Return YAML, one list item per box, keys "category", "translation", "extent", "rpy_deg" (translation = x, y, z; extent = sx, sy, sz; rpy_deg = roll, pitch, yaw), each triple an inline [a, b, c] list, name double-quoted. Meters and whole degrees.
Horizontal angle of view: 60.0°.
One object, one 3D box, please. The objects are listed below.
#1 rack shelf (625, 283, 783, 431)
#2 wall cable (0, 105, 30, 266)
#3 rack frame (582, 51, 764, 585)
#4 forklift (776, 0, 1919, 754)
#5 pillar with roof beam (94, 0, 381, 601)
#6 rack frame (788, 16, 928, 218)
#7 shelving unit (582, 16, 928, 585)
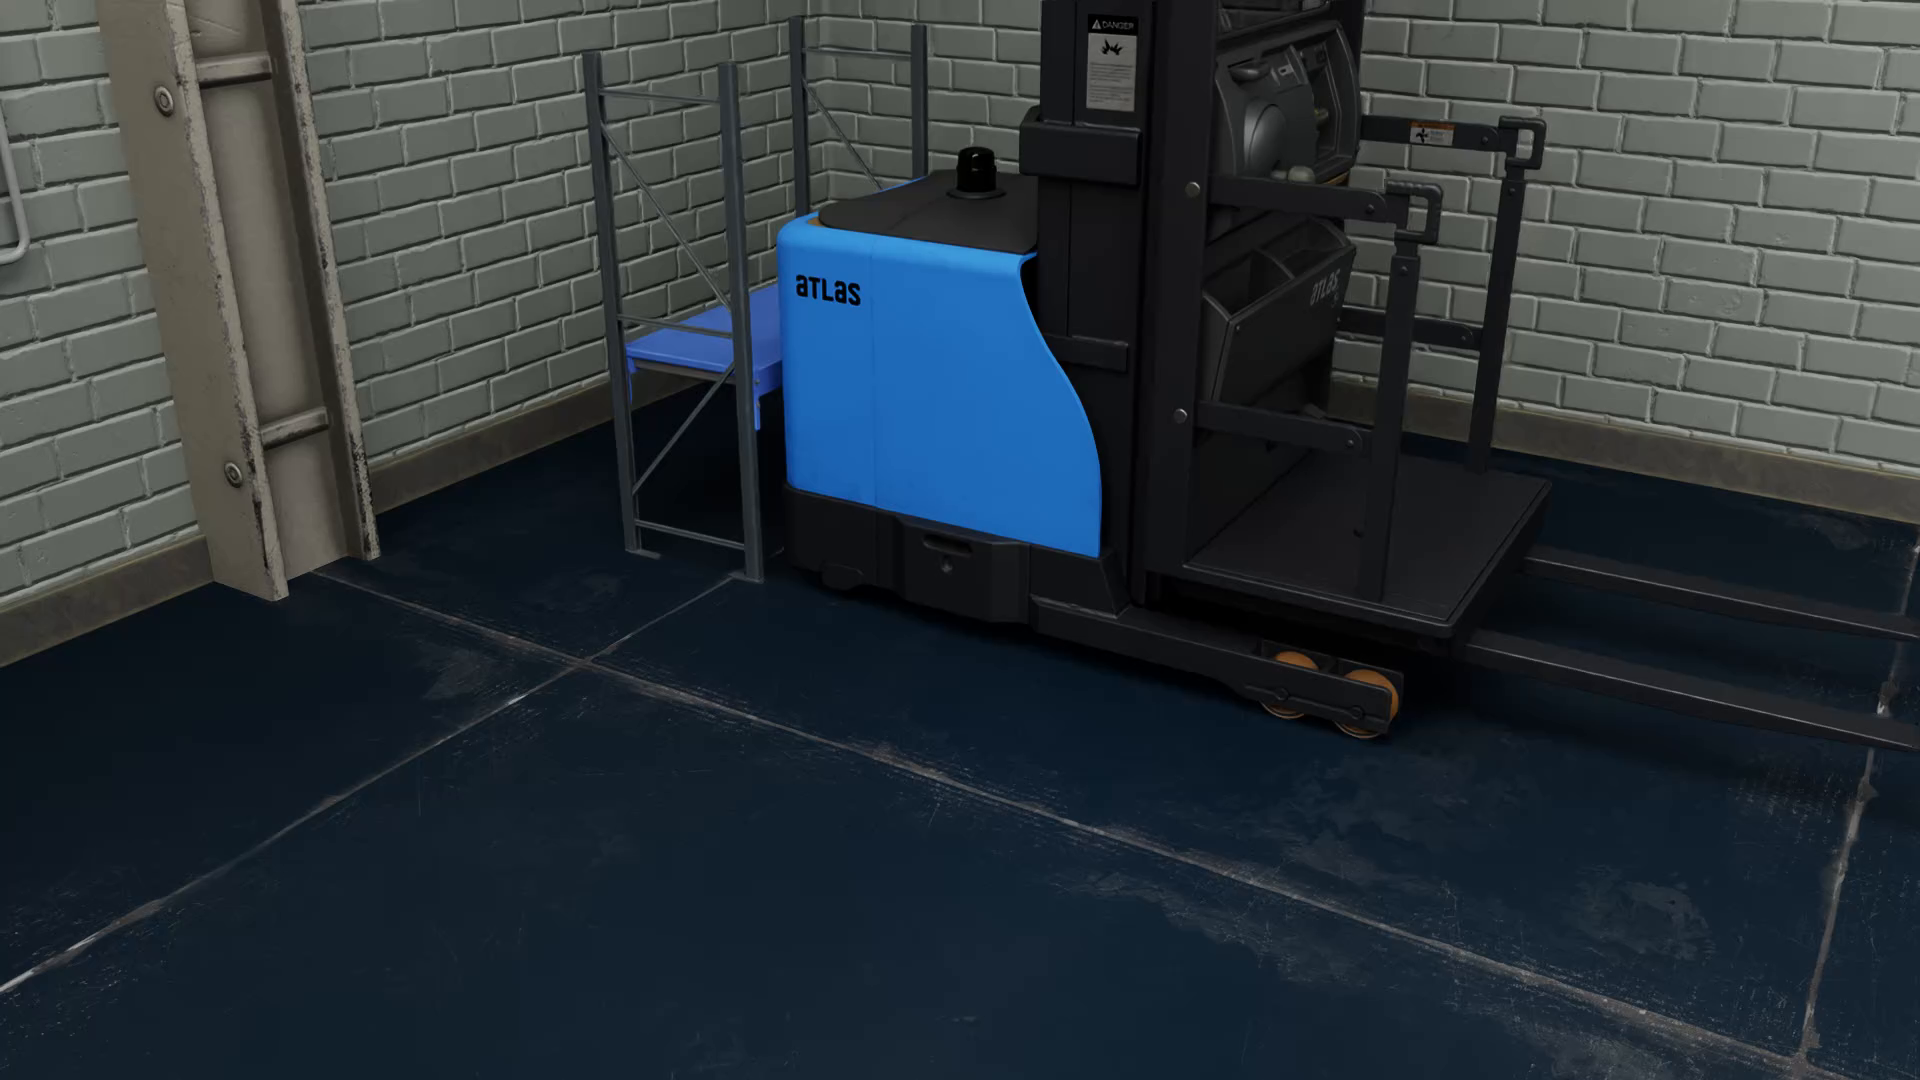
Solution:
- category: "rack shelf"
  translation: [-0.571, -0.621, 5.248]
  extent: [0.538, 0.185, 1.000]
  rpy_deg: [12, 26, 26]
- category: "wall cable"
  translation: [-2.839, -1.301, 3.200]
  extent: [0.084, 1.984, 1.851]
  rpy_deg: [14, 27, 29]
- category: "rack frame"
  translation: [-0.812, -0.608, 4.766]
  extent: [0.500, 1.500, 0.032]
  rpy_deg: [12, 26, 26]
- category: "forklift"
  translation: [1.010, -1.095, 4.090]
  extent: [3.031, 2.935, 1.130]
  rpy_deg: [13, 27, 28]
- category: "pillar with roof beam"
  translation: [1.636, -3.147, 1.193]
  extent: [9.100, 9.000, 0.400]
  rpy_deg: [14, 27, 29]
- category: "rack frame"
  translation: [-0.329, -0.963, 5.587]
  extent: [0.500, 1.500, 0.032]
  rpy_deg: [12, 26, 26]
- category: "shelving unit"
  translation: [-0.571, -0.786, 5.177]
  extent: [0.538, 1.500, 1.048]
  rpy_deg: [12, 26, 26]
